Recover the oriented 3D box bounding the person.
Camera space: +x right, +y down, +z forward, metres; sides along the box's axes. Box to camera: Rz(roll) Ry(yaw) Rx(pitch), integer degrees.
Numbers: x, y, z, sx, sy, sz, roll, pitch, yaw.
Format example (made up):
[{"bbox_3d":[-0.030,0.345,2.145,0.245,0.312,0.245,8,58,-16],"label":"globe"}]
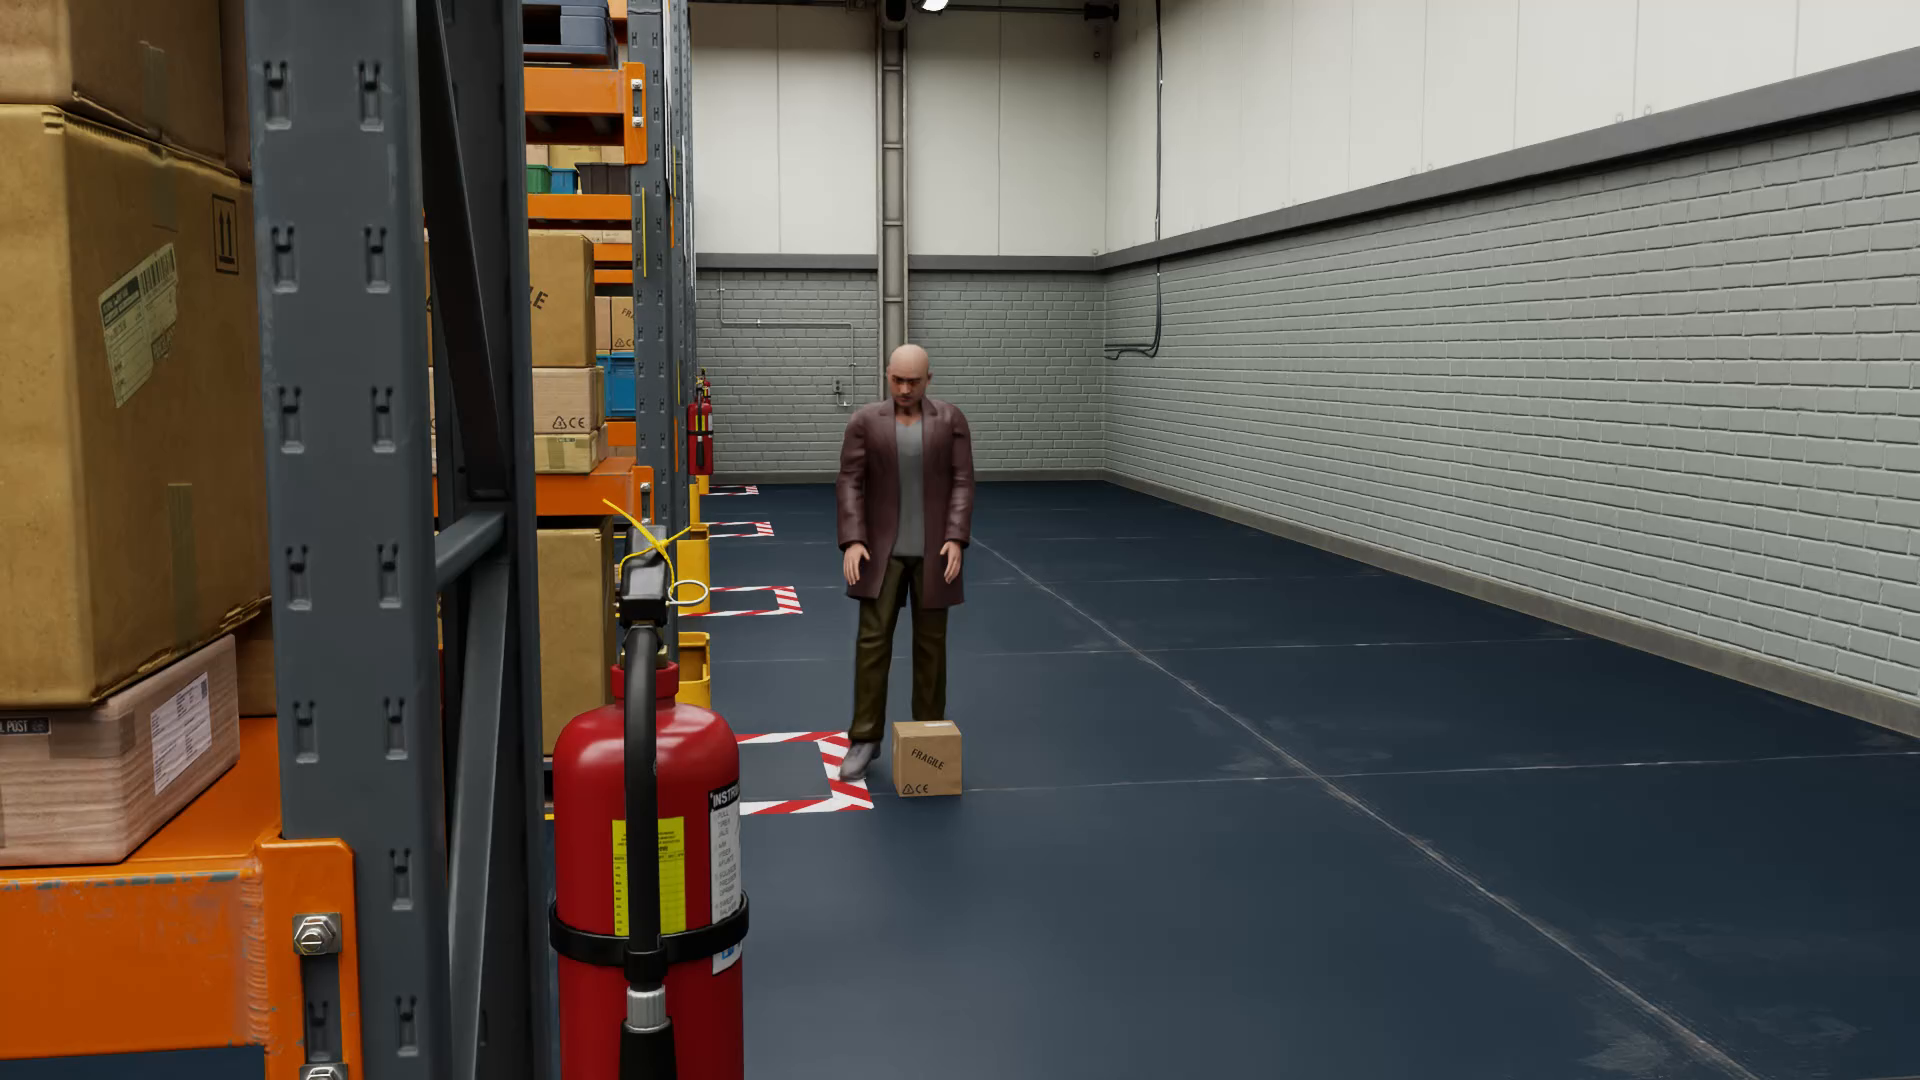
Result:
[{"bbox_3d":[-0.226,0.071,7.034,0.596,1.784,0.604,0,6,-4],"label":"person"}]
